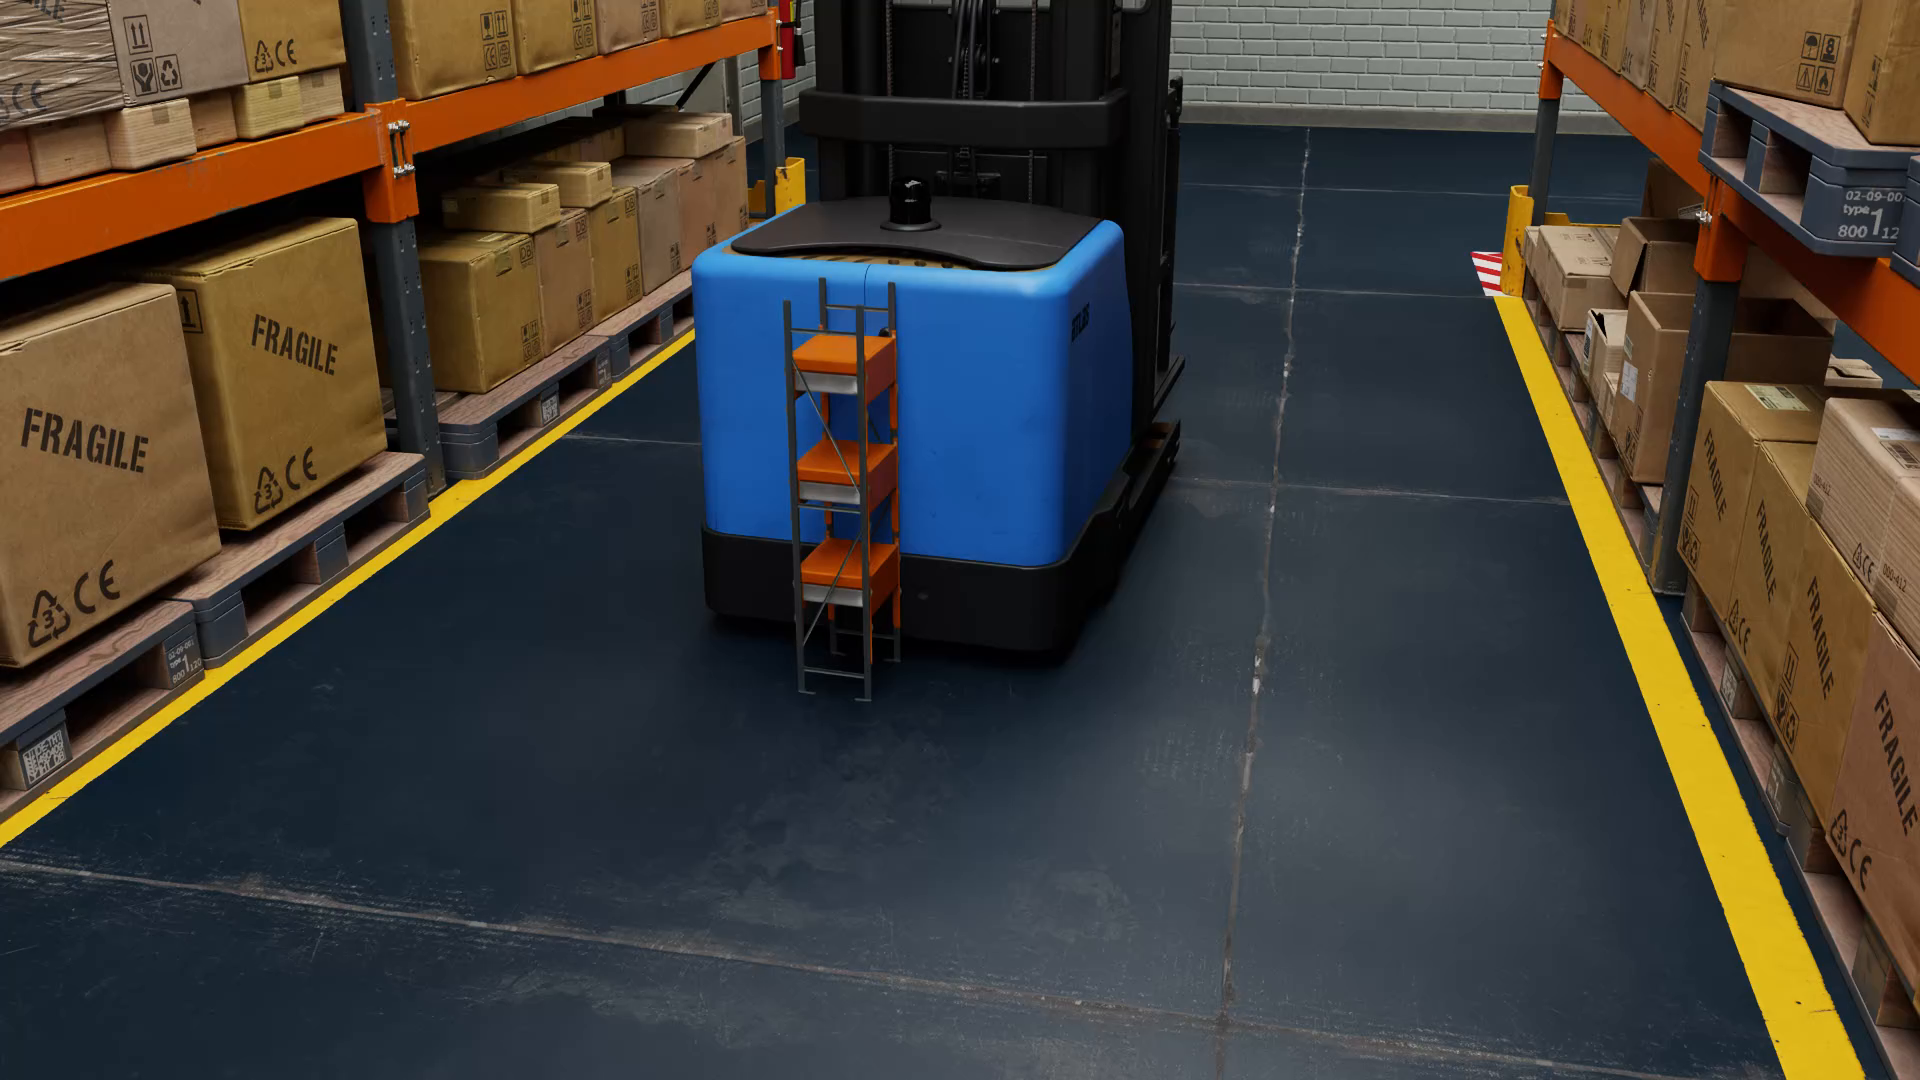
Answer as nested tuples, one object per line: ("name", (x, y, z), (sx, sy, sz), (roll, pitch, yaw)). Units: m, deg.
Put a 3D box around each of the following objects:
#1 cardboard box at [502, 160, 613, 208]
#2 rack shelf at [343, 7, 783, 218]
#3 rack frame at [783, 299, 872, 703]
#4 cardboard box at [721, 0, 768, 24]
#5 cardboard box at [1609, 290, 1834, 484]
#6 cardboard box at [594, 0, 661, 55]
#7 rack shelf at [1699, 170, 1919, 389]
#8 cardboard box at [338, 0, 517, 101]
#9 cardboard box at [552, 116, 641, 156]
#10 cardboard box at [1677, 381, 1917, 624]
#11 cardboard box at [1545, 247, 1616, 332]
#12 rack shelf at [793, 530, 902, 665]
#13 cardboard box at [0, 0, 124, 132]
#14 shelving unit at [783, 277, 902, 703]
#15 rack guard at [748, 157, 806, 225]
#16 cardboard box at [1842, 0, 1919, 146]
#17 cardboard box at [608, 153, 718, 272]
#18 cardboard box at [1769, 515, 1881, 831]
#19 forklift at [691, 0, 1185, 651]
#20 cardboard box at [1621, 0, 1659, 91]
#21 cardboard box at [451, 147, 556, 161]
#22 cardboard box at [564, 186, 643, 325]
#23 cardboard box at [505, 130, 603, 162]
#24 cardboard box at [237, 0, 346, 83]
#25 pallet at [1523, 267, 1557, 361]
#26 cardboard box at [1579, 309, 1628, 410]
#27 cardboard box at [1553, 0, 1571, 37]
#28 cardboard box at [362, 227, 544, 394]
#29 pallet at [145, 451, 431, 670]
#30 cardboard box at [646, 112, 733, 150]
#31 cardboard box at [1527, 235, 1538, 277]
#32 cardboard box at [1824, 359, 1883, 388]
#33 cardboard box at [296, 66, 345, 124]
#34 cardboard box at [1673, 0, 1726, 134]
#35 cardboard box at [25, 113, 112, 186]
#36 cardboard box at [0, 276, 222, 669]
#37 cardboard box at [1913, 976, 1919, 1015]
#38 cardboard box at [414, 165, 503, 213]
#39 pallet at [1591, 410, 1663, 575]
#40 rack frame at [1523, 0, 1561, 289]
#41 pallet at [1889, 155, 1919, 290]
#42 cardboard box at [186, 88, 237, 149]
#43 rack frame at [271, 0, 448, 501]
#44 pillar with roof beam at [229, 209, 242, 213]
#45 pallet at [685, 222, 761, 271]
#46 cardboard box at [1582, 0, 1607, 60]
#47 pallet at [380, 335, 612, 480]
("cardboard box", (-1.680, -1.489, 6.950), (0.380, 0.149, 0.250), (4, 22, 9))
("rack shelf", (-1.880, -1.982, 7.223), (1.077, 0.370, 4.000), (4, 22, 11))
("rack frame", (-0.325, -0.076, 4.137), (0.200, 1.050, 0.008), (6, 23, 15))
("cardboard box", (-1.566, -2.999, 8.384), (0.980, 0.700, 0.700), (5, 23, 13))
("cardboard box", (2.401, -0.483, 5.294), (0.500, 0.500, 0.500), (4, 22, 11))
("cardboard box", (-1.868, -2.454, 7.030), (0.980, 0.700, 0.700), (3, 22, 8))
("rack shelf", (2.154, -0.143, 2.657), (1.077, 0.370, 4.000), (4, 22, 11))
("cardboard box", (-2.161, -1.921, 5.706), (0.980, 0.700, 0.700), (5, 22, 12))
("cardboard box", (-1.789, -1.996, 8.209), (0.380, 0.149, 0.250), (5, 22, 11))
("cardboard box", (2.225, -0.094, 4.330), (0.500, 0.500, 0.500), (3, 22, 8))
("cardboard box", (2.786, -1.057, 7.054), (0.500, 0.250, 0.500), (4, 22, 11))
("rack shelf", (-0.292, 0.148, 4.354), (0.215, 0.259, 0.240), (6, 23, 15))
("cardboard box", (-2.341, -1.220, 3.808), (0.500, 0.500, 0.500), (4, 22, 11))
("shelving unit", (-0.292, -0.120, 4.246), (0.215, 1.050, 0.252), (6, 23, 15))
("rack guard", (-1.467, -1.897, 9.394), (1.175, 0.500, 0.348), (4, 22, 11))
("cardboard box", (2.168, -1.037, 3.217), (0.700, 0.500, 0.500), (8, 23, 19))
("cardboard box", (-1.619, -1.636, 8.184), (0.700, 0.500, 0.500), (4, 22, 11))
("cardboard box", (2.018, 0.284, 3.391), (0.500, 0.500, 0.500), (5, 22, 12))
("forklift", (0.171, -1.584, 5.363), (1.130, 2.935, 3.031), (6, 23, 15))
("cardboard box", (2.620, -1.834, 5.757), (0.500, 0.500, 0.500), (5, 22, 12))
("cardboard box", (-1.996, -1.624, 7.288), (0.380, 0.149, 0.250), (4, 22, 10))
("cardboard box", (-1.822, -1.256, 7.242), (0.700, 0.500, 0.500), (5, 22, 12))
("cardboard box", (-1.892, -1.811, 7.750), (0.380, 0.149, 0.250), (5, 22, 12))
("cardboard box", (-2.135, -1.590, 4.728), (0.500, 0.500, 0.500), (4, 22, 10))
("pallet", (3.201, -1.058, 7.698), (1.003, 0.211, 1.213), (4, 22, 11))
("cardboard box", (2.554, -0.669, 6.011), (0.500, 0.311, 0.500), (4, 22, 11))
("cardboard box", (3.030, -2.575, 7.599), (0.500, 0.500, 0.500), (5, 22, 12))
("cardboard box", (-2.035, -0.885, 6.321), (0.700, 0.500, 0.500), (5, 22, 12))
("pallet", (-2.372, -0.003, 5.078), (1.003, 0.211, 1.213), (4, 22, 11))
("cardboard box", (-1.364, -2.059, 8.366), (0.380, 0.149, 0.250), (4, 22, 10))
("cardboard box", (2.906, -1.343, 7.875), (0.380, 0.166, 0.250), (4, 22, 11))
("cardboard box", (3.026, -0.552, 5.913), (0.380, 0.166, 0.250), (4, 22, 11))
("cardboard box", (-2.080, -1.332, 4.955), (0.380, 0.149, 0.250), (5, 22, 11))
("cardboard box", (2.413, -1.457, 4.822), (0.500, 0.500, 0.500), (5, 22, 12))
("cardboard box", (-2.316, -0.961, 4.034), (0.380, 0.149, 0.250), (4, 22, 11))
("cardboard box", (-2.472, -0.209, 4.173), (0.750, 0.750, 0.750), (5, 23, 13))
("cardboard box", (1.813, 0.661, 2.454), (0.500, 0.500, 0.500), (4, 22, 9))
("cardboard box", (-2.100, -1.438, 6.824), (0.380, 0.149, 0.250), (4, 22, 9))
("pallet", (2.703, -0.166, 5.483), (1.003, 0.211, 1.213), (4, 22, 11))
("rack frame", (3.378, -2.671, 7.971), (1.000, 3.000, 0.127), (4, 22, 11))
("pallet", (2.138, -0.368, 2.509), (1.003, 0.211, 1.213), (4, 22, 11))
("cardboard box", (-2.205, -1.147, 4.495), (0.380, 0.149, 0.250), (5, 23, 13))
("rack frame", (-2.288, -1.584, 5.273), (1.000, 3.000, 0.127), (4, 22, 11))
("pillar with roof beam", (1.223, -4.361, 4.136), (9.100, 9.000, 0.400), (4, 22, 11))
("pallet", (-1.558, -1.455, 8.685), (1.003, 0.211, 1.213), (4, 22, 11))
("cardboard box", (2.825, -2.203, 6.674), (0.500, 0.500, 0.500), (4, 22, 11))
("pallet", (-2.056, -0.563, 6.469), (1.003, 0.211, 1.213), (4, 22, 11))
